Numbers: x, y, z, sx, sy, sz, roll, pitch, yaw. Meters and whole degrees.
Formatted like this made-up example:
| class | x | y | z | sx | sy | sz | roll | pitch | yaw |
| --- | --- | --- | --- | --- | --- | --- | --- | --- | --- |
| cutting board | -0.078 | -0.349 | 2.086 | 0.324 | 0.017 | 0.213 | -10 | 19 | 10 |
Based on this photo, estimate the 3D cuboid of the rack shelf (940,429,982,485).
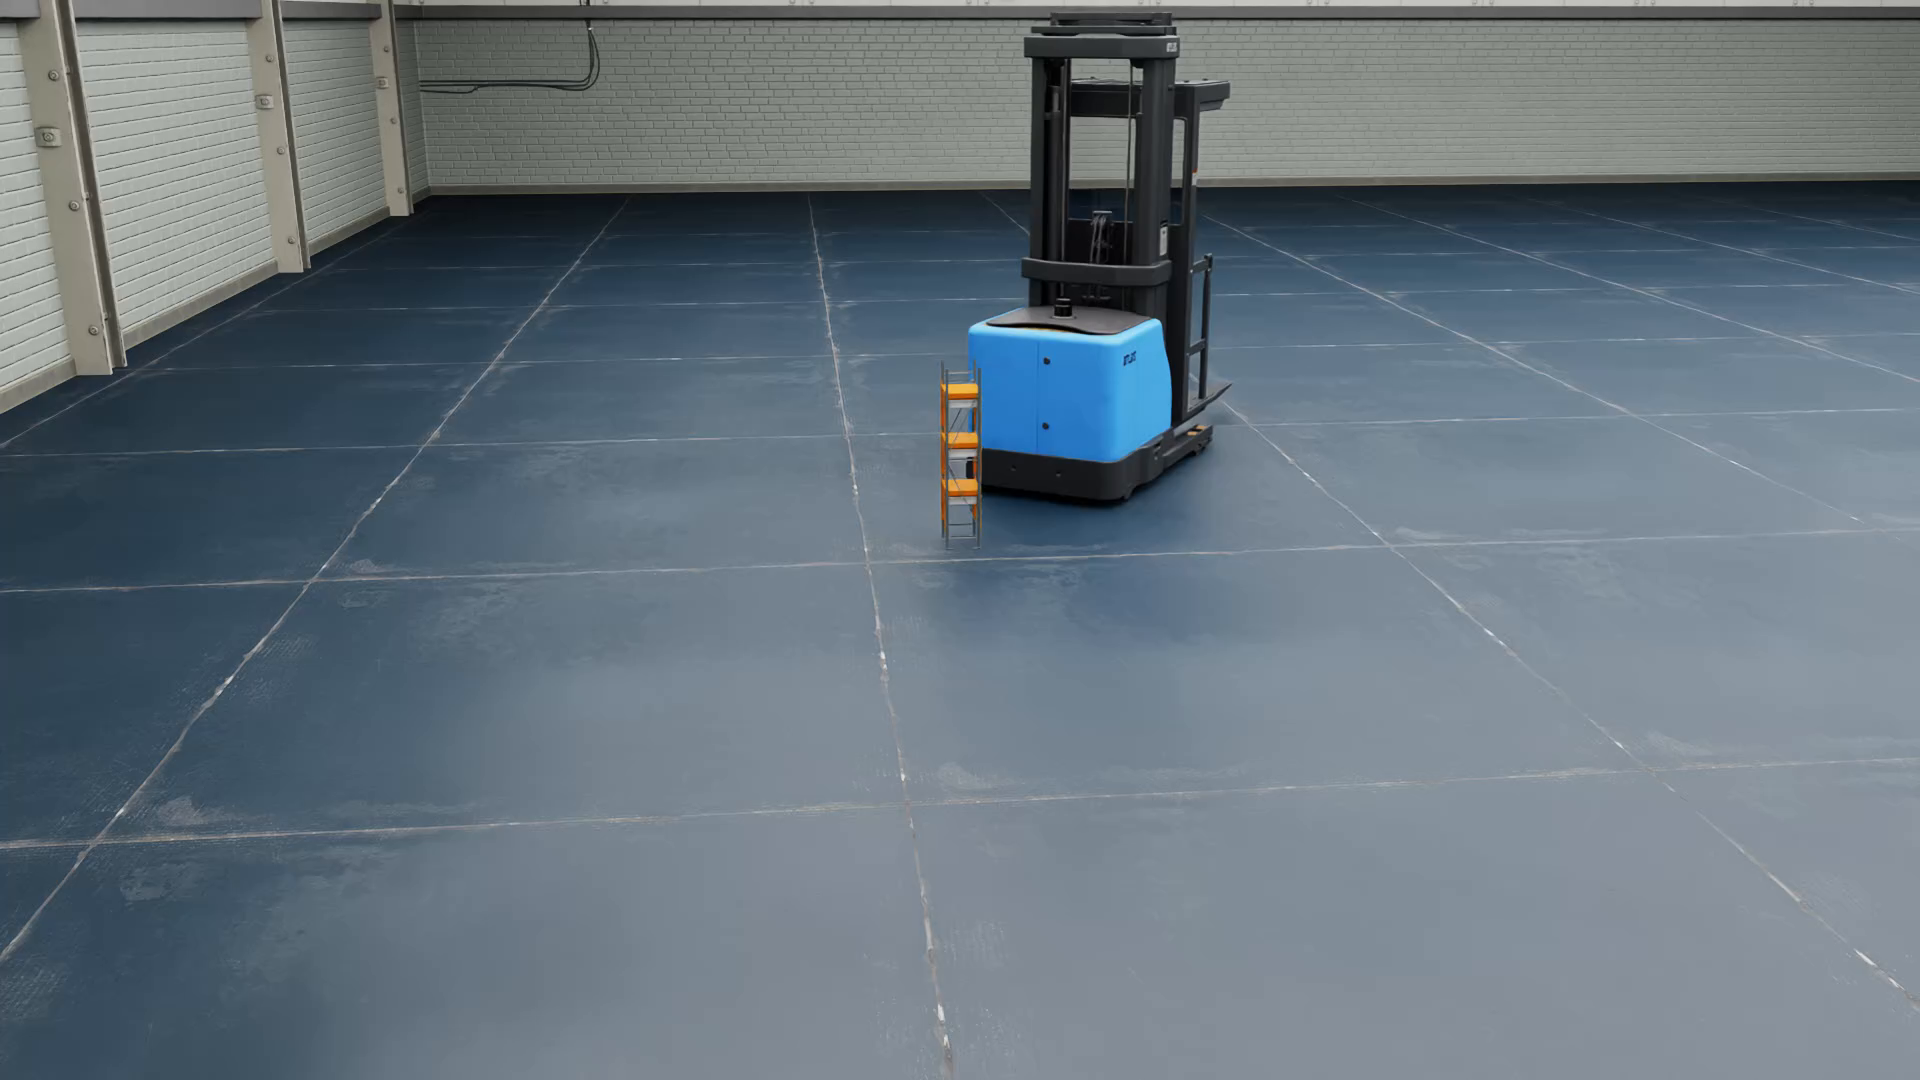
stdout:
| class | x | y | z | sx | sy | sz | roll | pitch | yaw |
| --- | --- | --- | --- | --- | --- | --- | --- | --- | --- |
| rack shelf | 0.006 | -0.475 | 9.472 | 0.215 | 0.259 | 0.240 | -2 | 18 | -6 |

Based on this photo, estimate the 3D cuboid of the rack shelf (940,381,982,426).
| class | x | y | z | sx | sy | sz | roll | pitch | yaw |
| --- | --- | --- | --- | --- | --- | --- | --- | --- | --- |
| rack shelf | 0.006 | -0.746 | 9.387 | 0.215 | 0.259 | 0.240 | -2 | 18 | -6 |

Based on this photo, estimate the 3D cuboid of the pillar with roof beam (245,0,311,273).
| class | x | y | z | sx | sy | sz | roll | pitch | yaw |
| --- | --- | --- | --- | --- | --- | --- | --- | --- | --- |
| pillar with roof beam | -3.748 | -7.677 | 19.106 | 9.100 | 9.000 | 0.400 | -2 | 18 | -6 |

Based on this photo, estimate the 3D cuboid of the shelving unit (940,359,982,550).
| class | x | y | z | sx | sy | sz | roll | pitch | yaw |
| --- | --- | --- | --- | --- | --- | --- | --- | --- | --- |
| shelving unit | 0.006 | -0.485 | 9.469 | 0.215 | 1.050 | 0.252 | -2 | 18 | -6 |

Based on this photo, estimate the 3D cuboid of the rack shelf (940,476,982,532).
| class | x | y | z | sx | sy | sz | roll | pitch | yaw |
| --- | --- | --- | --- | --- | --- | --- | --- | --- | --- |
| rack shelf | 0.006 | -0.210 | 9.555 | 0.215 | 0.259 | 0.240 | -2 | 18 | -6 |

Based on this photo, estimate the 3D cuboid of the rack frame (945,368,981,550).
| class | x | y | z | sx | sy | sz | roll | pitch | yaw |
| --- | --- | --- | --- | --- | --- | --- | --- | --- | --- |
| rack frame | 0.018 | -0.449 | 9.353 | 0.200 | 1.050 | 0.008 | -2 | 18 | -6 |

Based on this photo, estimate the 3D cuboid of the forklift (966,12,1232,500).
| class | x | y | z | sx | sy | sz | roll | pitch | yaw |
| --- | --- | --- | --- | --- | --- | --- | --- | --- | --- |
| forklift | 1.134 | -2.040 | 11.280 | 1.130 | 2.935 | 3.031 | 8 | 19 | 25 |

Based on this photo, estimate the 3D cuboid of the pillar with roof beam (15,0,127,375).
| class | x | y | z | sx | sy | sz | roll | pitch | yaw |
| --- | --- | --- | --- | --- | --- | --- | --- | --- | --- |
| pillar with roof beam | -3.129 | -5.889 | 13.412 | 9.100 | 9.000 | 0.400 | -2 | 18 | -6 |

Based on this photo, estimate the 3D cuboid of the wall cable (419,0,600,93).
| class | x | y | z | sx | sy | sz | roll | pitch | yaw |
| --- | --- | --- | --- | --- | --- | --- | --- | --- | --- |
| wall cable | -7.638 | -8.768 | 27.767 | 3.097 | 2.526 | 0.112 | -2 | 18 | -6 |

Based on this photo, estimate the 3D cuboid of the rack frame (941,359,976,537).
| class | x | y | z | sx | sy | sz | roll | pitch | yaw |
| --- | --- | --- | --- | --- | --- | --- | --- | --- | --- |
| rack frame | -0.007 | -0.521 | 9.585 | 0.200 | 1.050 | 0.008 | -2 | 18 | -6 |

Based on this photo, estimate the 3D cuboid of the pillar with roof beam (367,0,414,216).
| class | x | y | z | sx | sy | sz | roll | pitch | yaw |
| --- | --- | --- | --- | --- | --- | --- | --- | --- | --- |
| pillar with roof beam | -4.367 | -9.464 | 24.800 | 9.100 | 9.000 | 0.400 | -2 | 18 | -6 |
